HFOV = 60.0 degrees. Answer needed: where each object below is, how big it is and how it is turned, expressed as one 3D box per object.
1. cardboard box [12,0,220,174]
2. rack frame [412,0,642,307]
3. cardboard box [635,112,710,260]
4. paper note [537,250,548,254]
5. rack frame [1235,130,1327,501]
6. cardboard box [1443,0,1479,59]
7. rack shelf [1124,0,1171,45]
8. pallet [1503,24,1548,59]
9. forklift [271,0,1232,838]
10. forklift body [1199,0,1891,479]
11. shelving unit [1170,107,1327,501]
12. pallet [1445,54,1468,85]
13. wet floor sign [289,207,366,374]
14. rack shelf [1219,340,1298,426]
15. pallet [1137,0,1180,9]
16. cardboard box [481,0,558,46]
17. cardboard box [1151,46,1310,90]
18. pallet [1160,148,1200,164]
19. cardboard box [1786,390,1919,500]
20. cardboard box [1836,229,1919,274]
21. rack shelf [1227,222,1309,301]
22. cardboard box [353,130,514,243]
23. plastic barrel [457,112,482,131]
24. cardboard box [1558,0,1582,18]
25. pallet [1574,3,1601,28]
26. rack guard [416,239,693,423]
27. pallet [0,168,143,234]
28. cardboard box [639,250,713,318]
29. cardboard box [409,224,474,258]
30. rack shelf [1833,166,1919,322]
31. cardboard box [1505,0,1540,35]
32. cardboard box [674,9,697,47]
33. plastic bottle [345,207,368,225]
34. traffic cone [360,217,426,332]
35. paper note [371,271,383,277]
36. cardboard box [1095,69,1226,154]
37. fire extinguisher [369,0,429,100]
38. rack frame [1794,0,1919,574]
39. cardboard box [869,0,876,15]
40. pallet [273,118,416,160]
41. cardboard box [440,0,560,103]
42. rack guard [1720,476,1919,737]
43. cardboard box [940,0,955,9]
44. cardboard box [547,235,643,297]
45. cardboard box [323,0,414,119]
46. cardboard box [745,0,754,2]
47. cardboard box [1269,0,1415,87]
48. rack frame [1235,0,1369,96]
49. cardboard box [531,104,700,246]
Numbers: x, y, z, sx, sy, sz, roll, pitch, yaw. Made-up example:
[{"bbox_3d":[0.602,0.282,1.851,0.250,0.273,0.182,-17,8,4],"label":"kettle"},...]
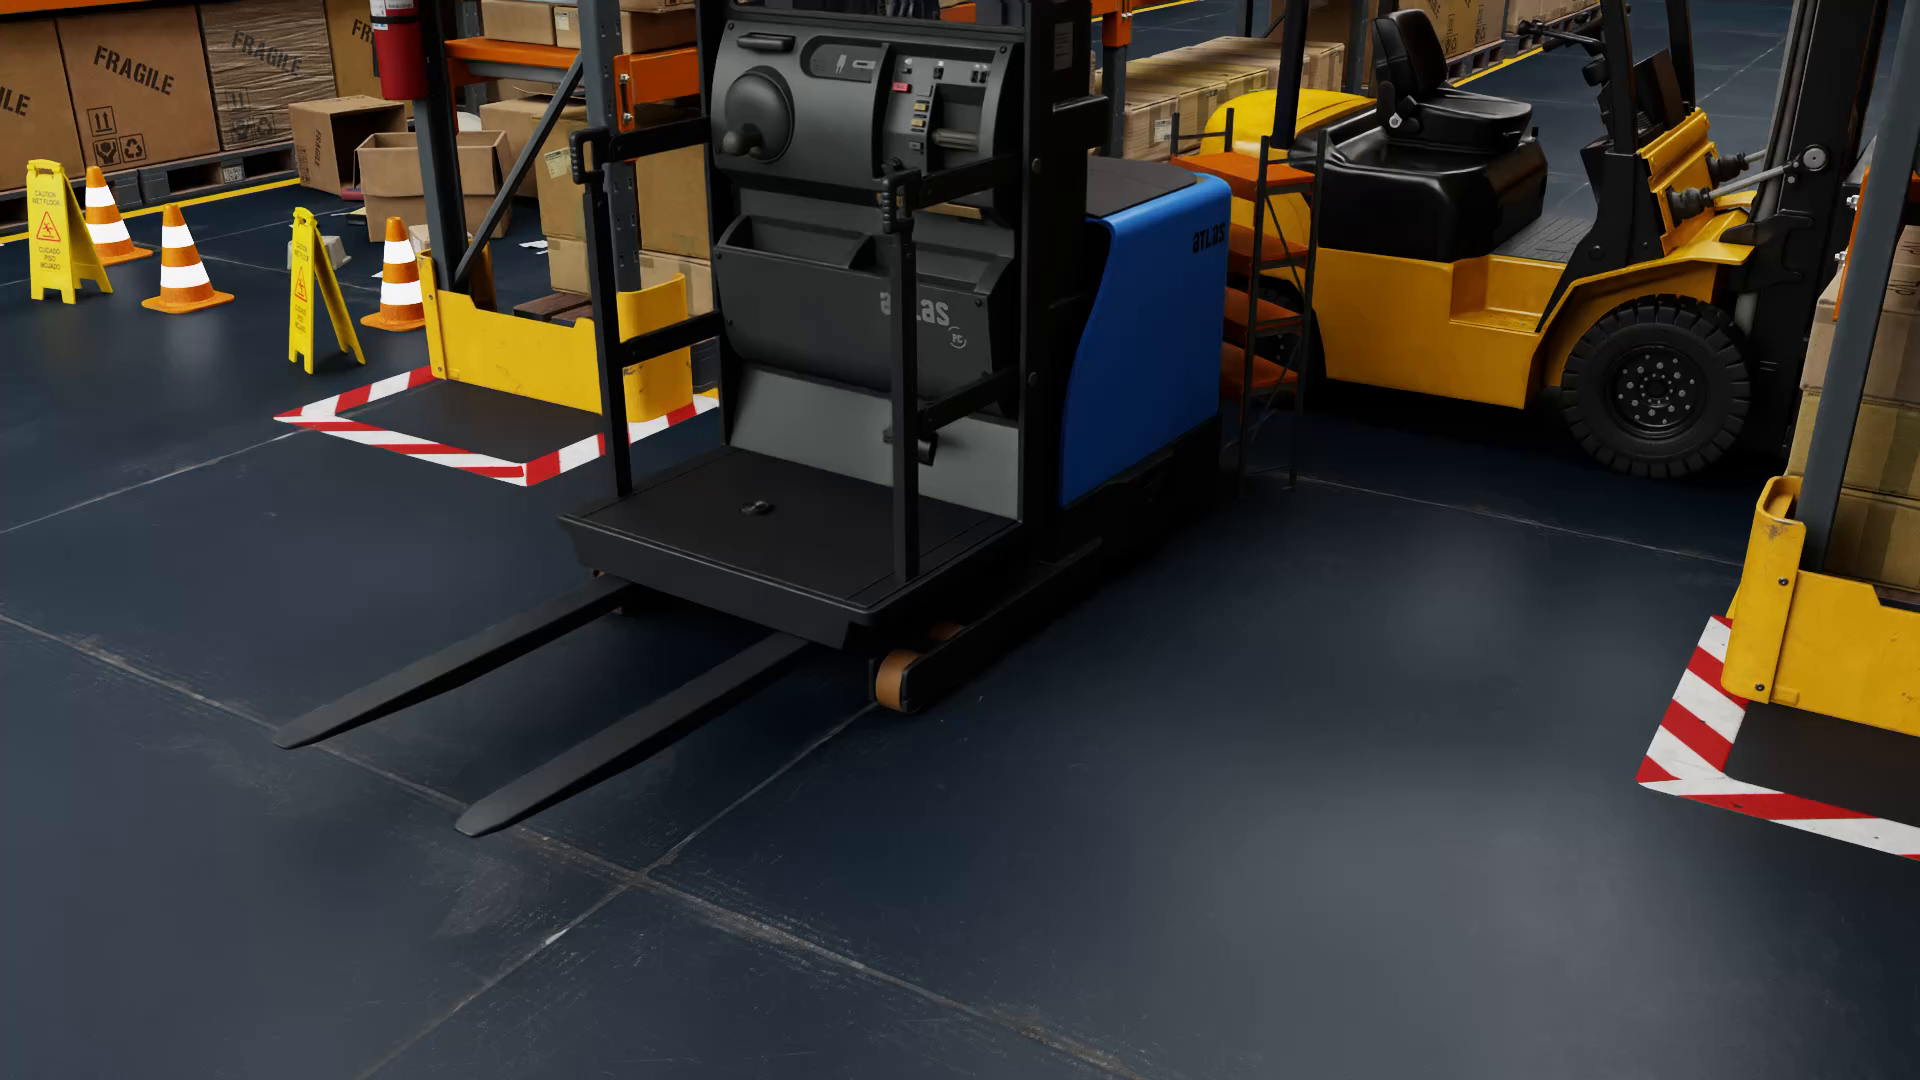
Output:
[{"bbox_3d":[-5.140,-2.725,9.915,0.875,0.875,0.875,13,27,28],"label":"cardboard box"},{"bbox_3d":[-1.645,-1.964,6.011,1.000,3.000,0.127,14,27,29],"label":"rack frame"},{"bbox_3d":[-0.973,-1.462,6.839,0.500,0.500,0.500,13,27,27],"label":"cardboard box"},{"bbox_3d":[-2.176,-1.518,8.744,0.032,0.001,0.123,14,27,29],"label":"paper note"},{"bbox_3d":[1.032,-0.706,5.371,0.240,1.200,0.015,-11,26,-25],"label":"rack frame"},{"bbox_3d":[3.956,-4.699,14.476,0.875,0.875,0.875,15,27,30],"label":"cardboard box"},{"bbox_3d":[1.520,-3.659,10.832,1.077,0.370,4.000,14,27,29],"label":"rack shelf"},{"bbox_3d":[5.152,-4.975,16.476,1.003,0.211,1.213,14,27,29],"label":"pallet"},{"bbox_3d":[-0.390,-1.119,4.145,1.130,2.935,3.031,15,28,31],"label":"forklift"},{"bbox_3d":[2.024,-1.558,6.142,2.313,2.155,1.214,14,27,29],"label":"forklift body"},{"bbox_3d":[0.921,-0.792,5.570,0.258,1.200,0.503,-11,26,-25],"label":"shelving unit"},{"bbox_3d":[3.699,-4.045,14.328,1.003,0.211,1.213,14,27,29],"label":"pallet"},{"bbox_3d":[-2.655,-1.044,6.849,0.232,0.644,0.267,-17,29,-35],"label":"wet floor sign"},{"bbox_3d":[0.921,-0.548,5.676,0.258,0.148,0.480,-11,26,-25],"label":"rack shelf"},{"bbox_3d":[2.037,-6.795,20.682,1.003,0.211,1.213,14,27,29],"label":"pallet"},{"bbox_3d":[-1.630,-2.020,6.456,0.380,0.149,0.250,15,28,31],"label":"cardboard box"},{"bbox_3d":[1.886,-3.212,11.672,0.950,0.372,0.625,13,27,28],"label":"cardboard box"},{"bbox_3d":[0.874,-2.298,10.292,1.003,0.211,1.213,14,27,29],"label":"pallet"},{"bbox_3d":[2.565,-0.315,4.506,0.500,0.250,0.500,13,27,28],"label":"cardboard box"},{"bbox_3d":[2.816,-0.709,4.787,0.500,0.250,0.500,14,27,30],"label":"cardboard box"},{"bbox_3d":[0.921,-0.936,5.508,0.258,0.148,0.480,-11,26,-25],"label":"rack shelf"},{"bbox_3d":[-2.870,-1.942,9.102,0.797,0.503,0.637,-3,24,-7],"label":"cardboard box"},{"bbox_3d":[-3.089,-2.431,10.332,0.421,0.421,0.512,-7,24,-17],"label":"plastic barrel"},{"bbox_3d":[6.056,-5.827,17.631,0.875,0.438,0.875,15,27,30],"label":"cardboard box"},{"bbox_3d":[6.439,-5.798,18.378,1.003,0.211,1.213,14,27,29],"label":"pallet"},{"bbox_3d":[-1.605,-0.843,6.567,1.175,0.500,0.348,14,27,29],"label":"rack guard"},{"bbox_3d":[-5.549,-1.974,9.544,1.003,0.211,1.213,14,27,29],"label":"pallet"},{"bbox_3d":[-0.985,-1.109,6.969,0.500,0.250,0.500,14,27,29],"label":"cardboard box"},{"bbox_3d":[-2.670,-1.521,8.577,0.250,0.149,0.380,-12,26,-26],"label":"cardboard box"},{"bbox_3d":[3.629,-1.270,5.314,1.077,0.370,4.000,14,27,29],"label":"rack shelf"},{"bbox_3d":[5.107,-5.221,16.230,0.875,0.438,0.875,13,27,28],"label":"cardboard box"},{"bbox_3d":[-1.169,-2.008,6.430,0.380,0.149,0.250,14,27,30],"label":"cardboard box"},{"bbox_3d":[-3.355,-1.848,9.442,0.133,0.061,0.283,5,24,11],"label":"plastic bottle"},{"bbox_3d":[-2.514,-1.215,7.475,0.336,0.463,0.334,14,27,29],"label":"traffic cone"},{"bbox_3d":[-2.838,-1.338,8.302,0.148,0.019,0.142,5,24,11],"label":"paper note"},{"bbox_3d":[1.116,-2.722,10.541,0.950,0.372,0.625,16,28,32],"label":"cardboard box"},{"bbox_3d":[-2.097,-1.987,6.161,0.296,0.674,0.183,14,27,29],"label":"fire extinguisher"},{"bbox_3d":[2.574,-0.925,3.612,1.000,3.000,0.127,14,27,29],"label":"rack frame"},{"bbox_3d":[-0.591,-2.353,7.226,0.380,0.149,0.250,15,28,31],"label":"cardboard box"},{"bbox_3d":[-4.262,-2.797,11.446,1.003,0.211,1.213,14,27,29],"label":"pallet"},{"bbox_3d":[-3.543,-3.706,12.338,1.050,0.750,0.750,14,27,29],"label":"cardboard box"},{"bbox_3d":[2.561,0.230,4.089,1.175,0.500,0.348,14,27,29],"label":"rack guard"},{"bbox_3d":[-0.244,-2.508,7.585,0.380,0.149,0.250,14,27,29],"label":"cardboard box"},{"bbox_3d":[-1.435,-1.232,7.253,0.500,0.250,0.500,14,27,29],"label":"cardboard box"},{"bbox_3d":[-4.185,-3.337,11.330,0.875,0.875,0.875,14,27,30],"label":"cardboard box"},{"bbox_3d":[-0.889,-2.424,6.573,0.500,0.500,0.500,15,27,31],"label":"cardboard box"},{"bbox_3d":[3.010,-4.098,13.086,0.875,0.875,0.875,14,27,28],"label":"cardboard box"},{"bbox_3d":[2.575,-4.664,12.249,1.000,3.000,0.127,14,27,29],"label":"rack frame"},{"bbox_3d":[-1.444,-1.564,7.076,0.500,0.500,0.500,14,27,29],"label":"cardboard box"}]
